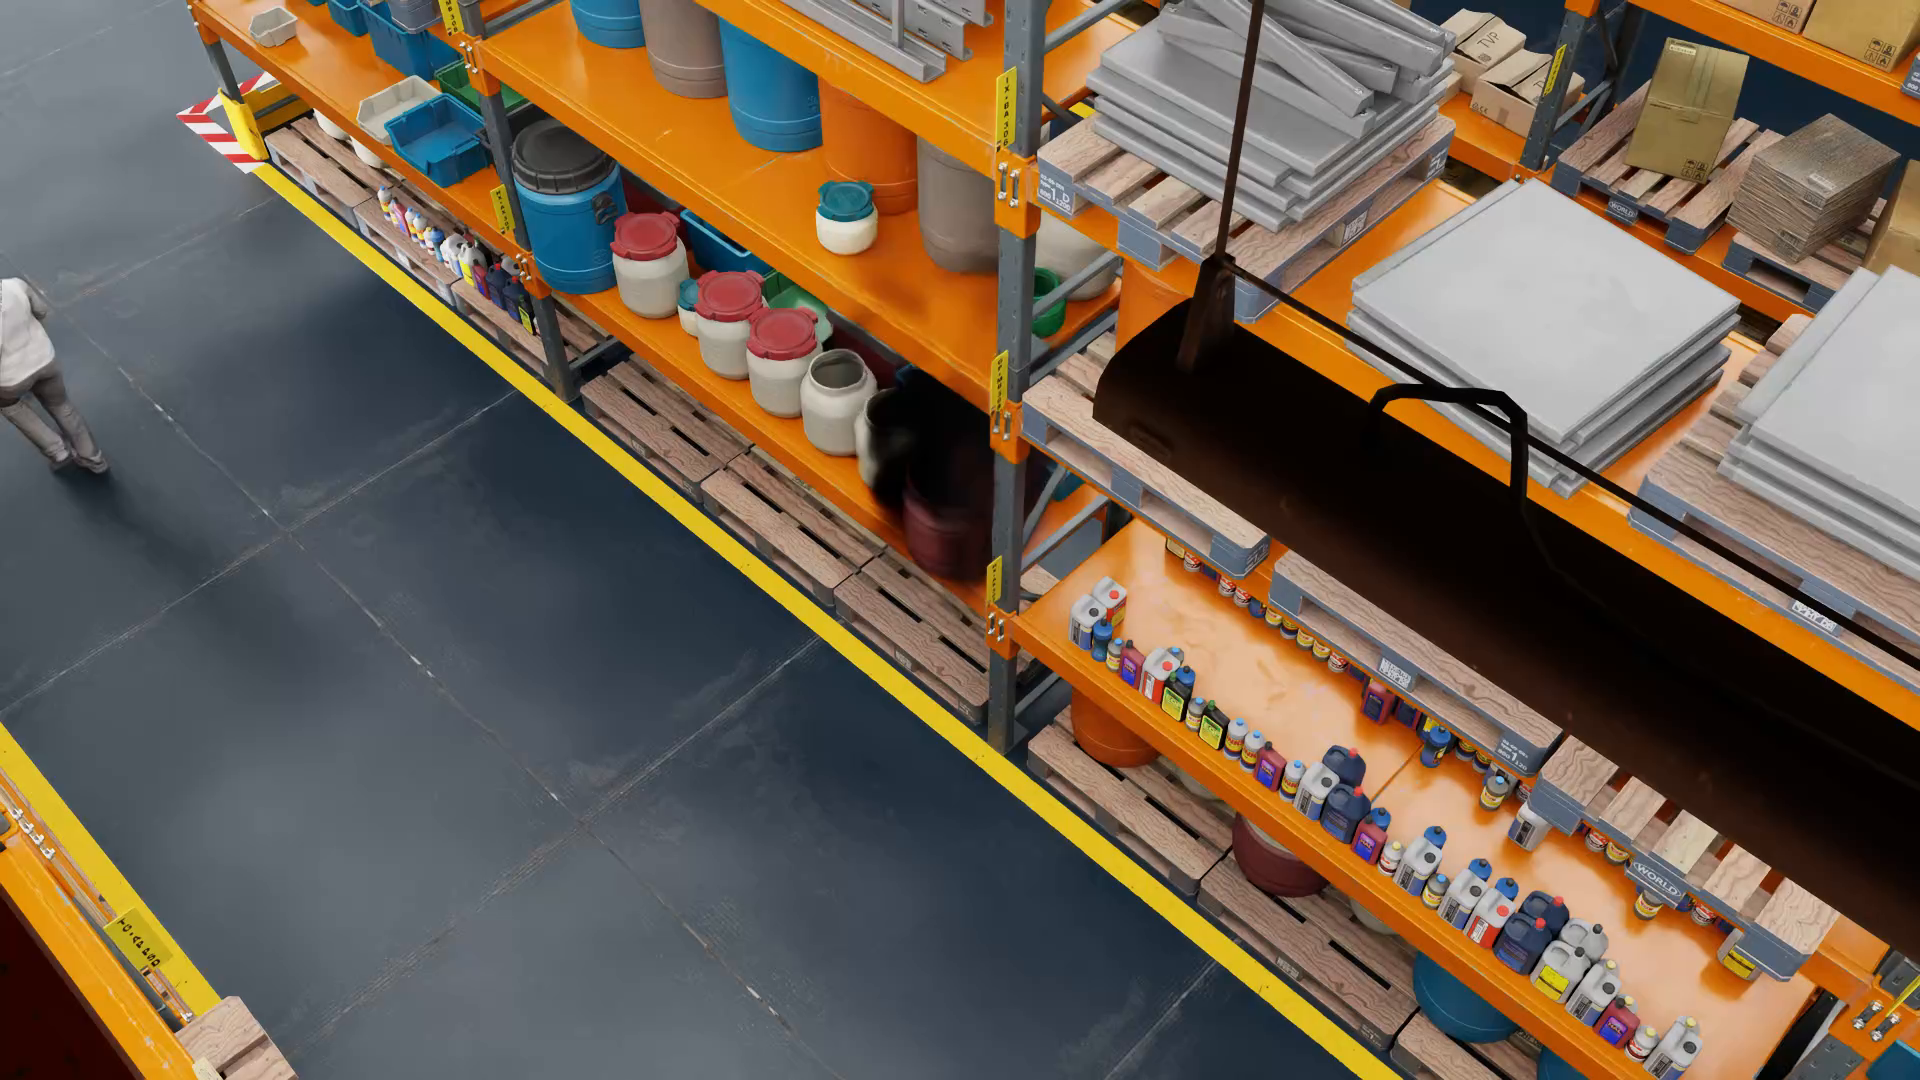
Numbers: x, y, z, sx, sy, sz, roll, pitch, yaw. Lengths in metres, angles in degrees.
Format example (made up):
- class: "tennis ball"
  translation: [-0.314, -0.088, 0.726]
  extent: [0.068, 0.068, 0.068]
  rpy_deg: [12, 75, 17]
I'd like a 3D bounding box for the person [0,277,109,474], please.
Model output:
- class: "person"
  translation: [-5.779, -1.081, 10.158]
  extent: [0.658, 1.779, 0.641]
  rpy_deg: [29, 56, 22]
